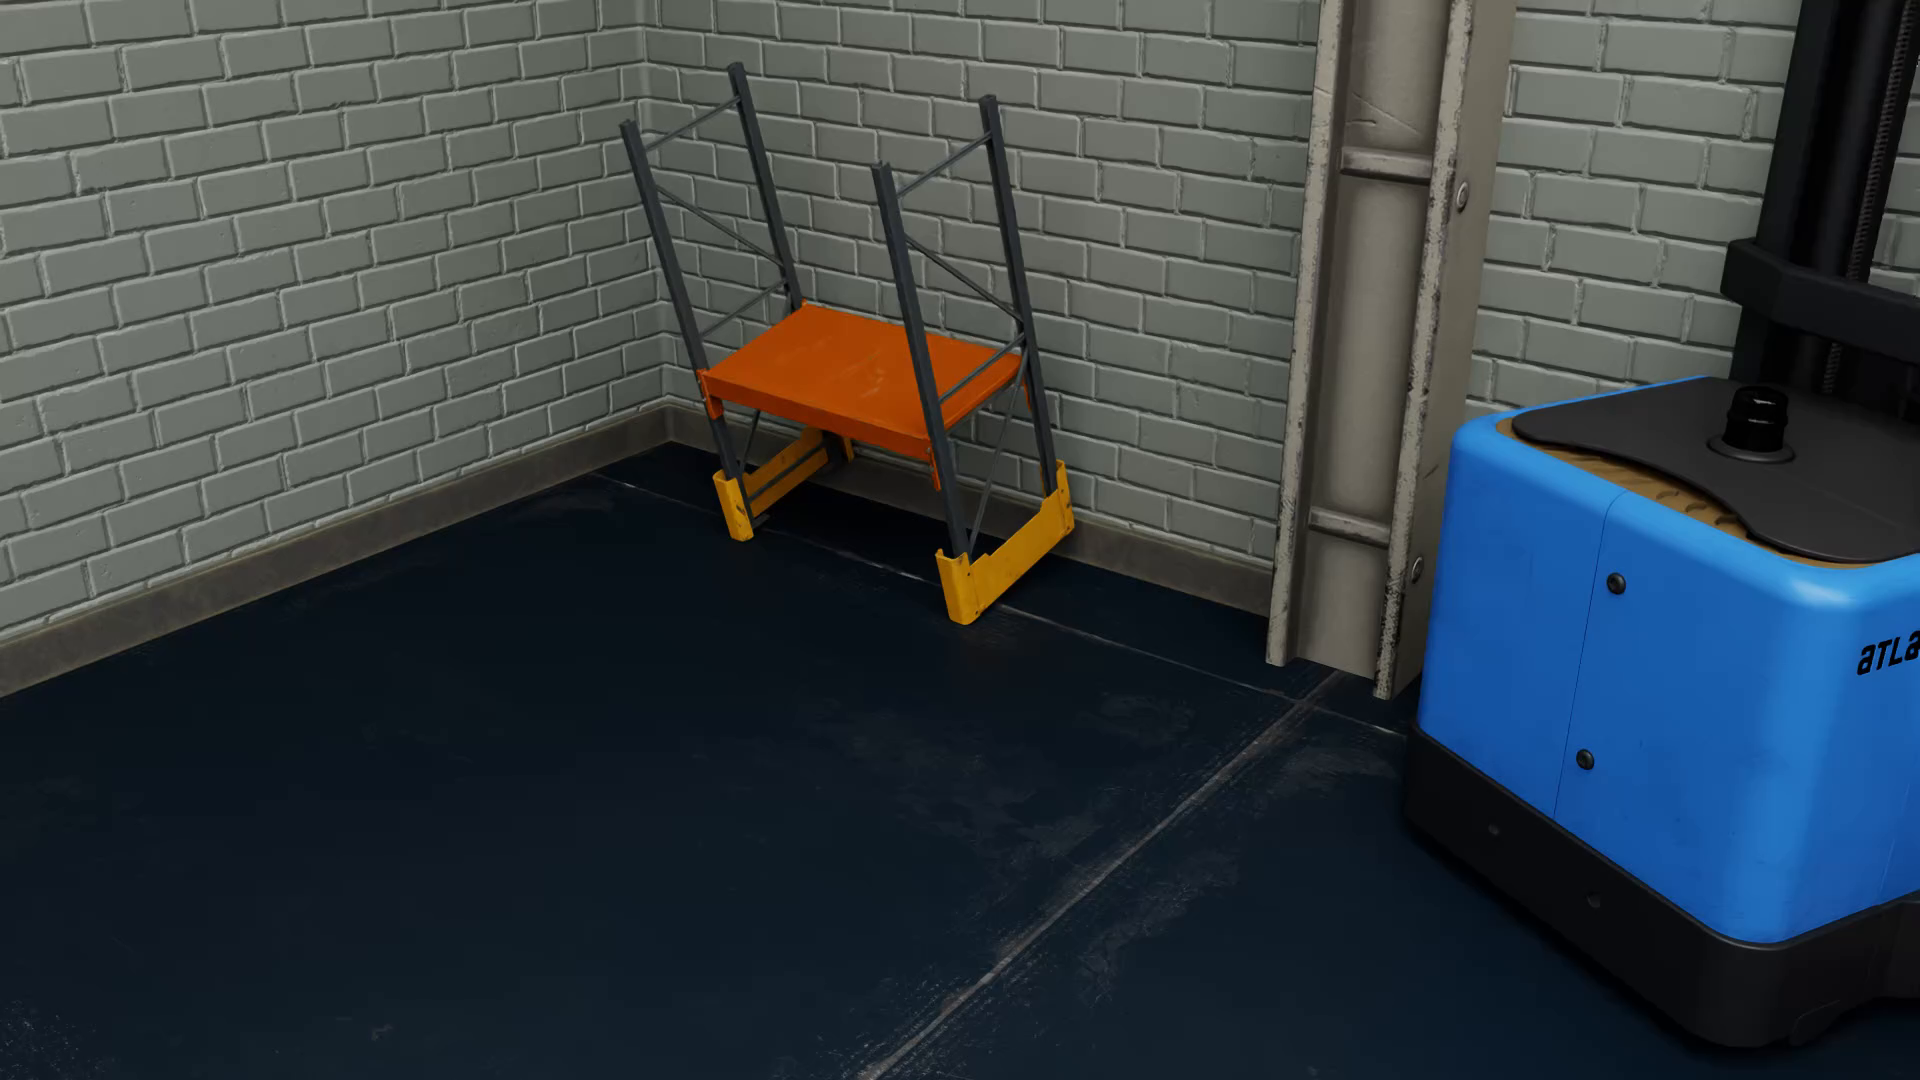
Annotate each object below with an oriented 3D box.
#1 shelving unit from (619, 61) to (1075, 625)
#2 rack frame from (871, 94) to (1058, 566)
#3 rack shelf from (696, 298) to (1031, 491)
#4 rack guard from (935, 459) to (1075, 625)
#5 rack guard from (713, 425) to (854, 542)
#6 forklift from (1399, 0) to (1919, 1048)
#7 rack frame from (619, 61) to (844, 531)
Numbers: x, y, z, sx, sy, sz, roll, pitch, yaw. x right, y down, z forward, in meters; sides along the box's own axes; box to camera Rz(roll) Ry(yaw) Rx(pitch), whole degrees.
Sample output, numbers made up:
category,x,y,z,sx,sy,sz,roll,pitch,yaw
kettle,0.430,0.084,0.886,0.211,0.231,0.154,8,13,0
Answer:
category,x,y,z,sx,sy,sz,roll,pitch,yaw
shelving unit,-0.336,-0.632,5.194,1.083,1.500,0.587,19,45,36
rack frame,0.060,-0.498,4.889,0.032,1.500,0.500,19,45,36
rack shelf,-0.298,-0.485,5.291,1.000,0.185,0.538,19,45,36
rack guard,0.152,-0.002,5.258,0.087,0.250,0.587,19,45,36
rack guard,-0.611,-0.258,5.845,0.087,0.250,0.587,19,45,36
forklift,2.635,-0.712,3.732,3.031,2.935,1.130,-11,26,-24
rack frame,-0.718,-0.760,5.488,0.032,1.500,0.500,19,45,36
